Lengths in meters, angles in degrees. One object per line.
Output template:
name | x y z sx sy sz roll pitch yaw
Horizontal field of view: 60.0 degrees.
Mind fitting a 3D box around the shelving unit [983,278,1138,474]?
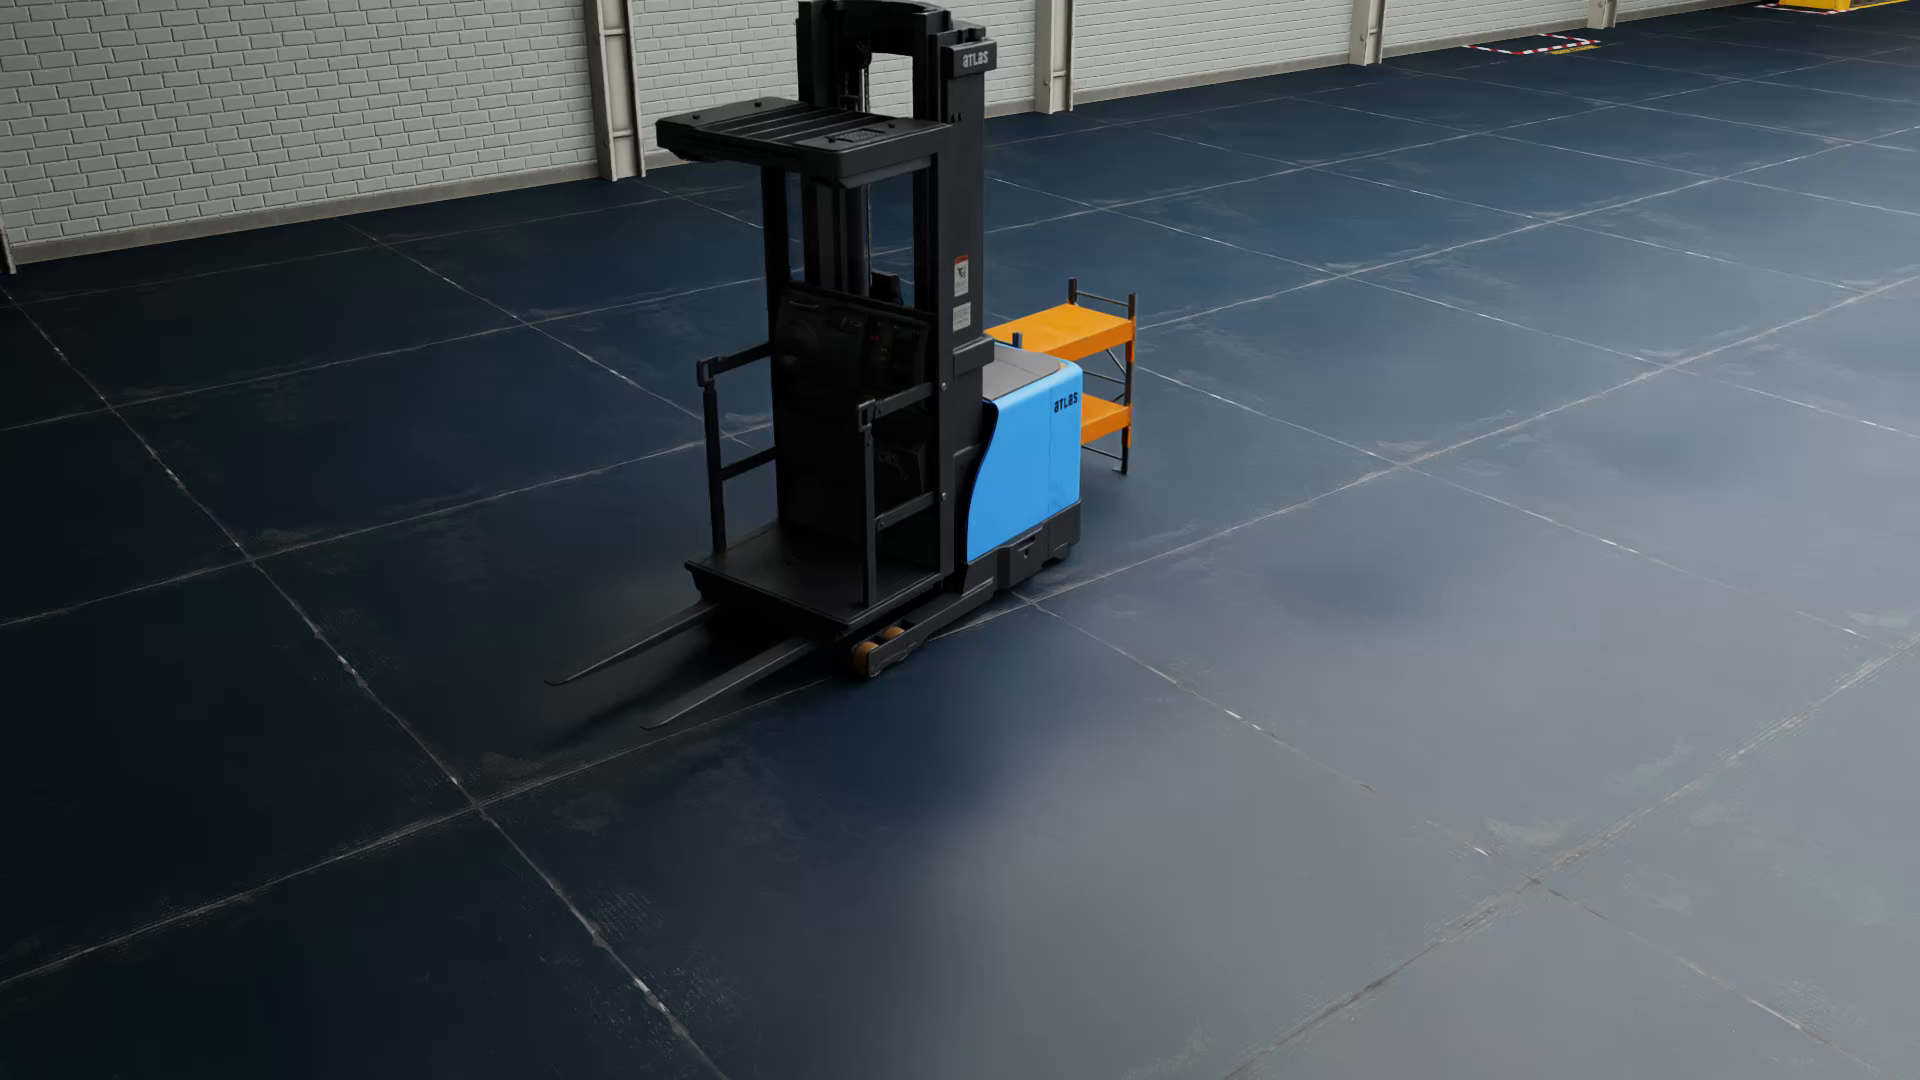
shelving unit | 0.494 -0.832 9.706 0.538 1.125 1.048 22 33 39

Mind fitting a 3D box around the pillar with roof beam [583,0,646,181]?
pillar with roof beam | -0.896 -6.486 12.535 0.400 9.000 9.100 -18 31 -34

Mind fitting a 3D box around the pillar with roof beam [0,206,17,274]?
pillar with roof beam | -5.618 -4.927 9.177 0.400 9.000 9.100 -18 31 -34

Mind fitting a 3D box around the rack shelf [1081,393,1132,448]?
rack shelf | 0.494 -0.610 9.809 0.538 0.278 1.000 22 33 39

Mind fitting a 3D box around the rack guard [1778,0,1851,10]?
rack guard | 15.376 -9.843 29.864 0.348 0.500 1.175 -18 31 -34

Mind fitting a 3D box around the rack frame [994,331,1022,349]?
rack frame | 0.144 -0.677 9.372 0.500 1.125 0.032 22 33 39

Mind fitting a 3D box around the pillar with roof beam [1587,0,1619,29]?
pillar with roof beam | 13.268 -11.162 22.610 0.400 9.000 9.100 -18 31 -34

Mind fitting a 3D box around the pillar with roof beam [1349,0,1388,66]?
pillar with roof beam | 8.547 -9.603 19.252 0.400 9.000 9.100 -18 31 -34

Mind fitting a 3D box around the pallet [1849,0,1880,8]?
pallet | 16.037 -9.911 30.354 1.213 0.211 1.003 -18 31 -34

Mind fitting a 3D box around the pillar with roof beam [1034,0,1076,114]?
pillar with roof beam | 3.825 -8.044 15.894 0.400 9.000 9.100 -18 31 -34

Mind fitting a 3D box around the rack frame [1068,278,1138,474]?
rack frame | 0.844 -0.987 10.041 0.500 1.125 0.032 22 33 39

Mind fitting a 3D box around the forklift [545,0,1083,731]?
forklift | -0.645 -0.916 7.743 1.130 2.935 3.031 18 31 34

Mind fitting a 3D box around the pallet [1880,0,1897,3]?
pallet | 16.996 -10.226 31.033 1.213 0.211 1.003 -18 31 -34

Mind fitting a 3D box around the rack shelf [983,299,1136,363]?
rack shelf | 0.494 -1.097 9.583 0.538 0.278 1.000 22 33 39
